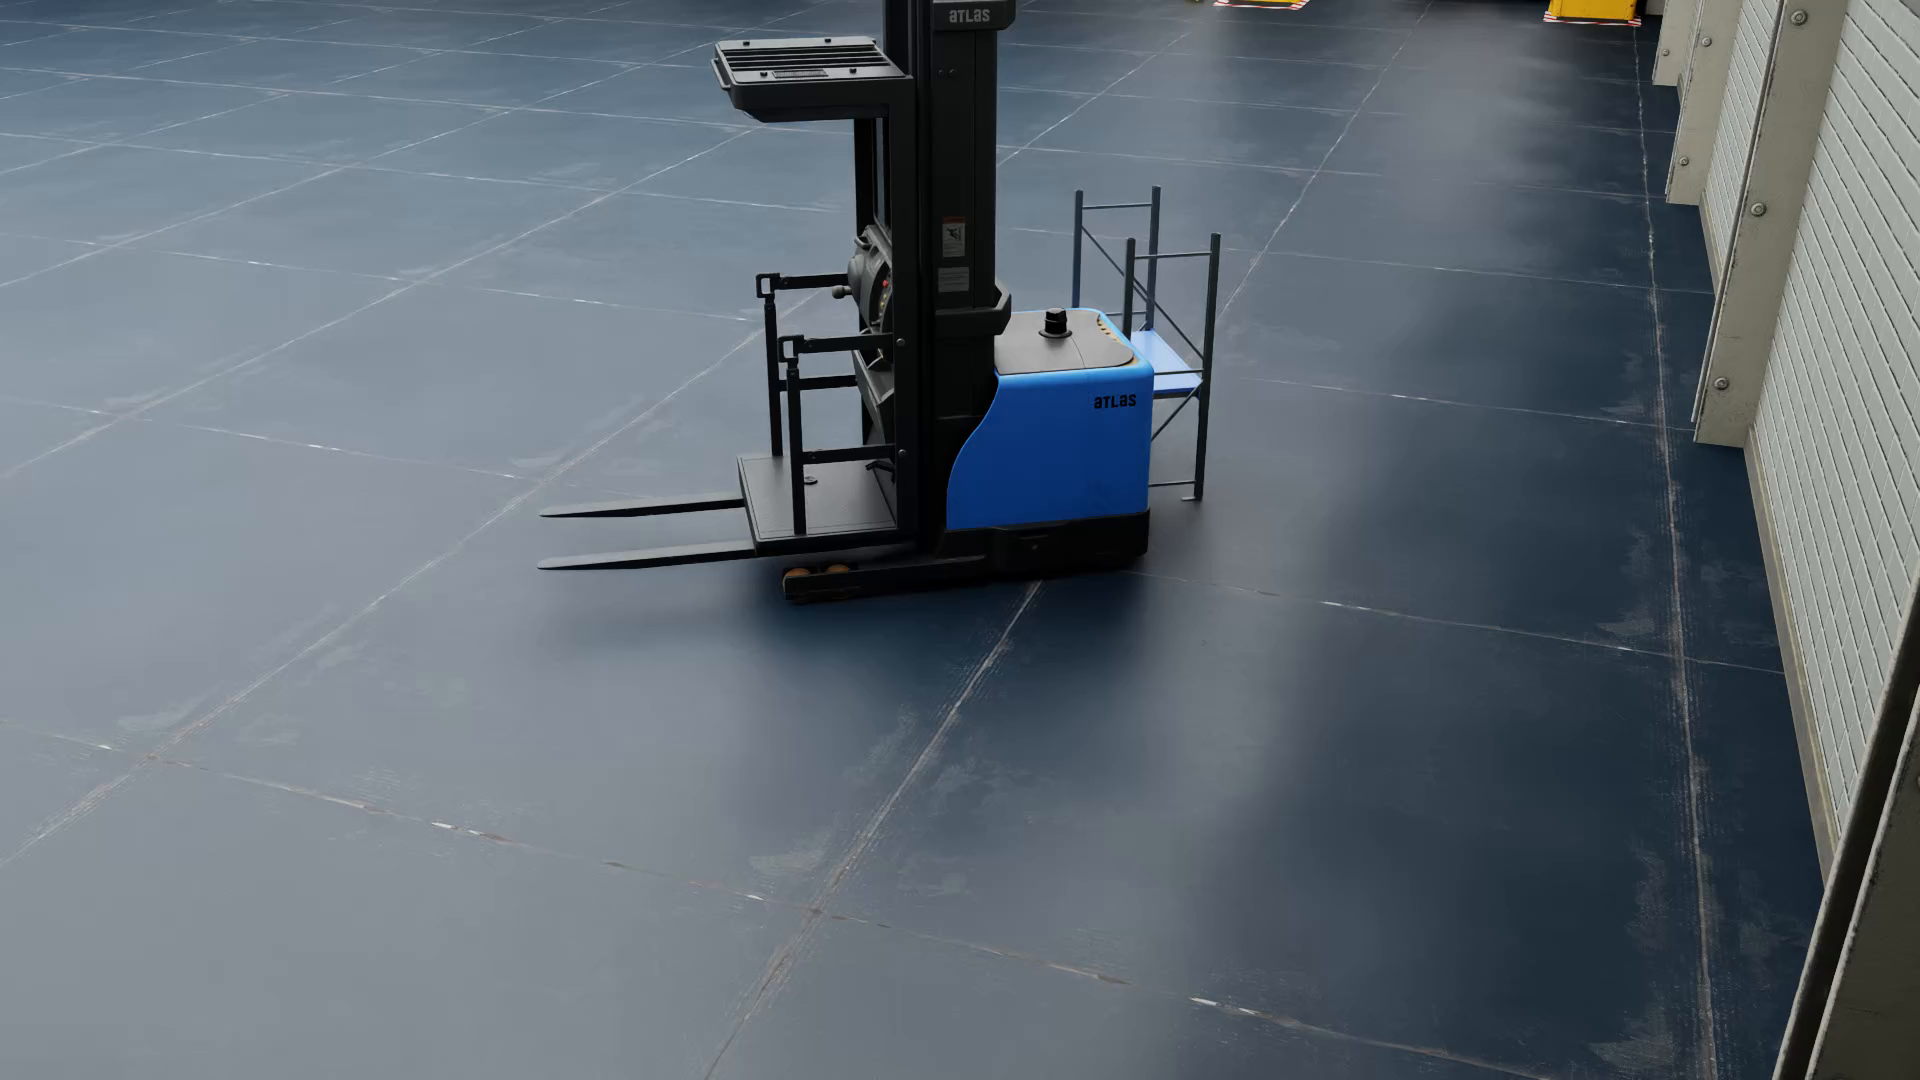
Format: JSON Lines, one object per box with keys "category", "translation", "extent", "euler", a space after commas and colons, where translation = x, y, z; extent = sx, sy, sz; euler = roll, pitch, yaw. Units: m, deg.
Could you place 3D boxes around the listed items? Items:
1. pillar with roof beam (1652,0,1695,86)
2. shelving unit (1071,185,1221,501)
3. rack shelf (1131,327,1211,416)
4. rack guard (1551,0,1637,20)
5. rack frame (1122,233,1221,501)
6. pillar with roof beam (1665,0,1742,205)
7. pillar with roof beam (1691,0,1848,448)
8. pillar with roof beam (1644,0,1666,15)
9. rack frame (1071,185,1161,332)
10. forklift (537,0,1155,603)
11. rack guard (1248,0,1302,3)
{"category": "pillar with roof beam", "translation": [4.544, -10.253, 19.600], "extent": [9.100, 9.000, 0.400], "euler": [9, 27, 17]}
{"category": "shelving unit", "translation": [0.995, -1.102, 9.305], "extent": [0.538, 1.500, 1.048], "euler": [-5, 26, -10]}
{"category": "rack shelf", "translation": [0.995, -0.940, 9.384], "extent": [0.538, 0.185, 1.000], "euler": [-5, 26, -10]}
{"category": "rack guard", "translation": [9.511, -8.104, 24.914], "extent": [1.175, 0.500, 0.348], "euler": [9, 27, 17]}
{"category": "rack frame", "translation": [1.096, -0.885, 8.857], "extent": [0.500, 1.500, 0.032], "euler": [-5, 26, -10]}
{"category": "pillar with roof beam", "translation": [2.548, -7.787, 14.507], "extent": [9.100, 9.000, 0.400], "euler": [9, 27, 17]}
{"category": "pillar with roof beam", "translation": [0.551, -5.322, 9.415], "extent": [9.100, 9.000, 0.400], "euler": [9, 27, 17]}
{"category": "pillar with roof beam", "translation": [6.541, -12.719, 24.692], "extent": [9.100, 9.000, 0.400], "euler": [9, 27, 17]}
{"category": "rack frame", "translation": [0.895, -1.319, 9.754], "extent": [0.500, 1.500, 0.032], "euler": [-5, 26, -10]}
{"category": "forklift", "translation": [-0.612, -1.263, 7.995], "extent": [3.031, 2.935, 1.130], "euler": [-5, 26, -11]}
{"category": "rack guard", "translation": [4.862, -8.863, 26.482], "extent": [1.175, 0.500, 0.348], "euler": [9, 27, 17]}
